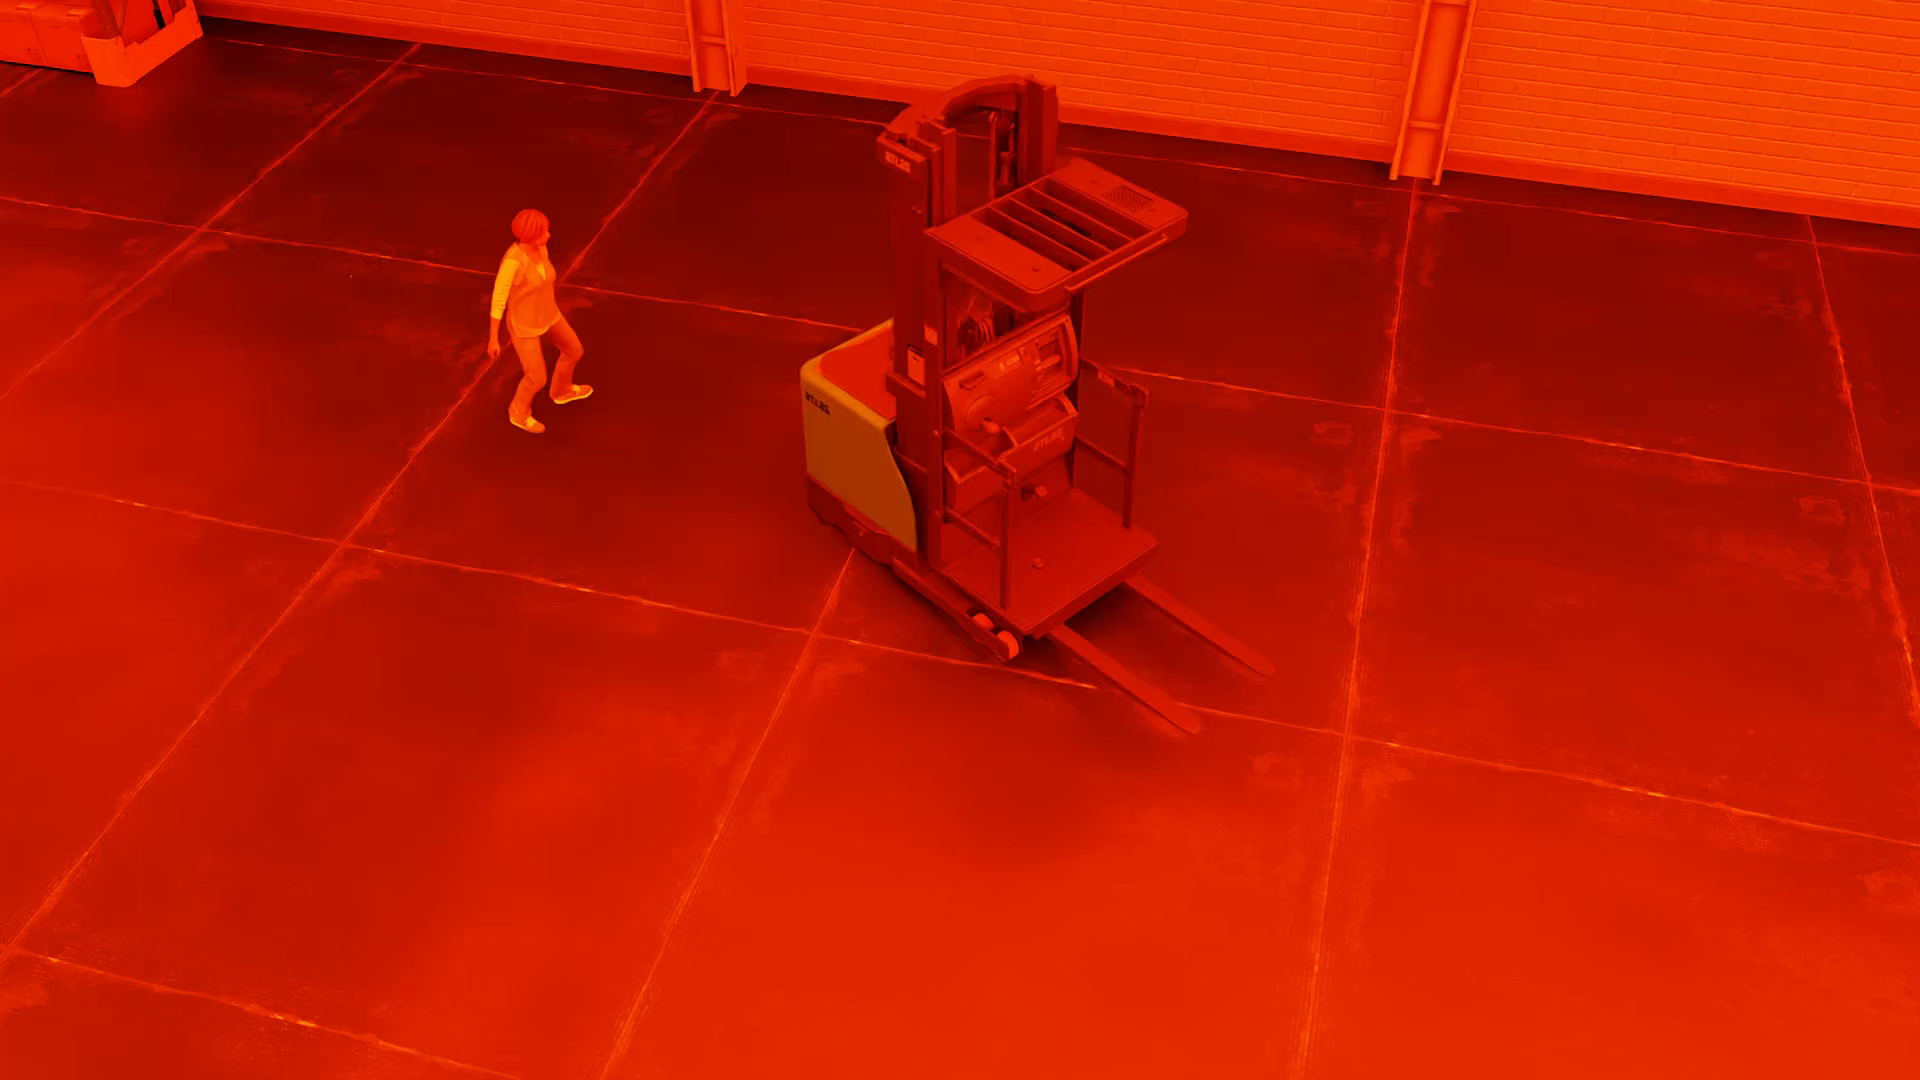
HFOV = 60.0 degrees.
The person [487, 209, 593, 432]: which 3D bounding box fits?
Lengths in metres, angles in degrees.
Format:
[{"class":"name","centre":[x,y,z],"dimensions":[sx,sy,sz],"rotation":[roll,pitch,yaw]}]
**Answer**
[{"class":"person","centre":[-2.721,-1.374,10.509],"dimensions":[0.414,1.569,0.744],"rotation":[17,44,19]}]

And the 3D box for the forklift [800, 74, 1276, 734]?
[{"class":"forklift","centre":[0.425,-0.811,8.786],"dimensions":[1.130,2.935,3.031],"rotation":[-32,50,-31]}]
